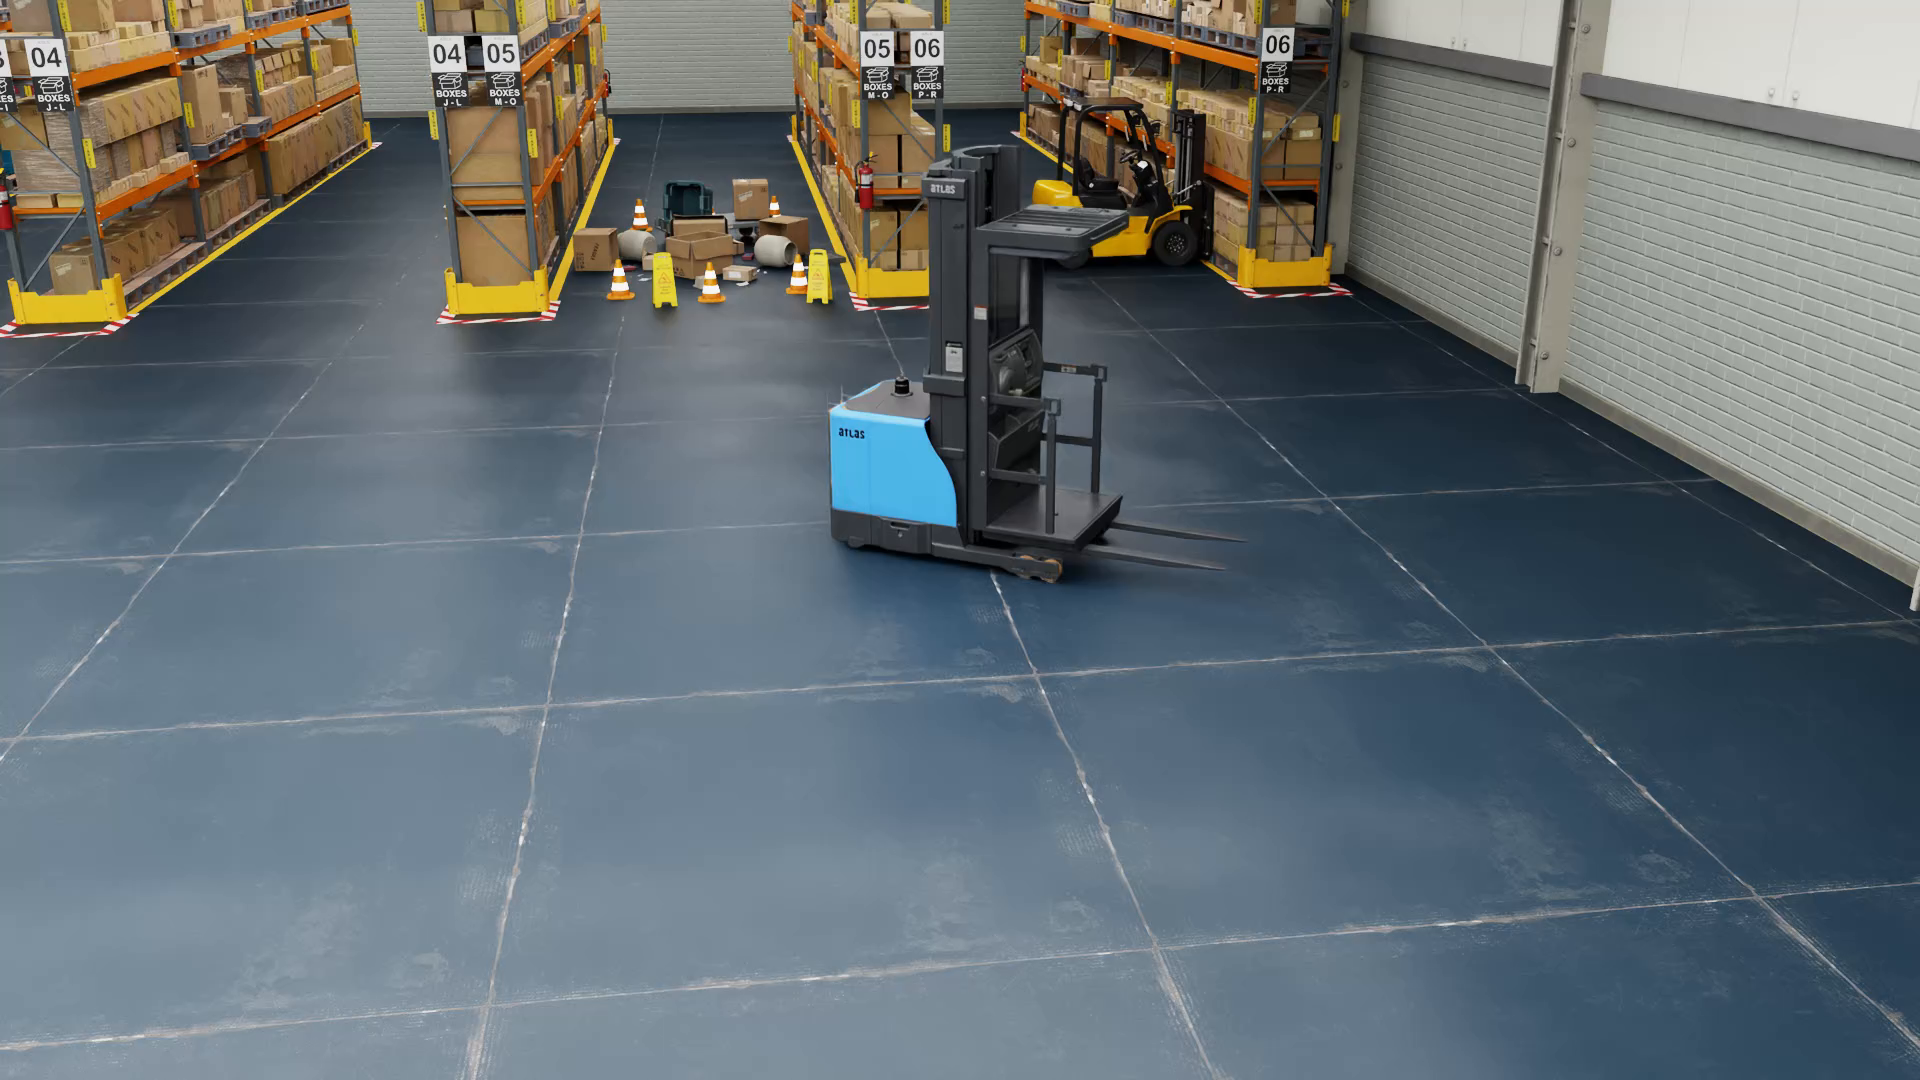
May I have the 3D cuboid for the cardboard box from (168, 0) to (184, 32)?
[{"bbox_3d":[-11.061,-7.197,22.664,0.797,0.503,0.637,-4,21,-10],"label":"cardboard box"}]

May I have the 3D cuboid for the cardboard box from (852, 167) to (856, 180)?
[{"bbox_3d":[-1.203,-4.755,21.518,0.380,0.149,0.250,-3,21,-7],"label":"cardboard box"}]

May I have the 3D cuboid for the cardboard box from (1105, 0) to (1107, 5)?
[{"bbox_3d":[2.730,-9.331,28.769,0.380,0.149,0.250,-2,21,-7],"label":"cardboard box"}]

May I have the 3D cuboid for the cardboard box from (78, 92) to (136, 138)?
[{"bbox_3d":[-10.463,-5.200,20.353,0.500,0.500,0.500,-3,21,-8],"label":"cardboard box"}]

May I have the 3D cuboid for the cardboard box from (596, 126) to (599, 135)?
[{"bbox_3d":[-7.249,-7.999,32.469,0.380,0.149,0.250,-2,21,-7],"label":"cardboard box"}]

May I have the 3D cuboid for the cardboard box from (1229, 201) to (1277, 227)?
[{"bbox_3d":[3.828,-4.266,21.753,0.500,0.250,0.500,-2,21,-6],"label":"cardboard box"}]

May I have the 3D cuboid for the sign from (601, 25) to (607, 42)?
[{"bbox_3d":[-7.347,-10.461,34.330,0.100,0.325,0.005,-3,21,-8],"label":"sign"}]

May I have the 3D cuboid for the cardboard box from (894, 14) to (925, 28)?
[{"bbox_3d":[-0.610,-6.375,20.430,0.380,0.149,0.250,-3,21,-8],"label":"cardboard box"}]

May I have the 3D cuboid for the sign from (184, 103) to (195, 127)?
[{"bbox_3d":[-10.556,-5.815,22.760,0.100,0.325,0.005,-3,21,-8],"label":"sign"}]

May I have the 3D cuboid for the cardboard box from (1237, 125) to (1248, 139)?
[{"bbox_3d":[3.809,-5.289,21.521,0.380,0.149,0.250,-3,21,-7],"label":"cardboard box"}]

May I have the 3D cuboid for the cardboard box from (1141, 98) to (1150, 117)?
[{"bbox_3d":[3.153,-6.807,26.153,0.500,0.250,0.500,-3,21,-7],"label":"cardboard box"}]

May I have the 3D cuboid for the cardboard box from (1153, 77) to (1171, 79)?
[{"bbox_3d":[3.445,-7.679,27.919,0.380,0.149,0.250,-2,21,-6],"label":"cardboard box"}]

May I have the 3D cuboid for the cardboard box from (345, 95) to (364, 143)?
[{"bbox_3d":[-12.650,-8.518,33.671,0.875,0.875,0.875,-3,21,-8],"label":"cardboard box"}]

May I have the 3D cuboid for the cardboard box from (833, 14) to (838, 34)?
[{"bbox_3d":[-1.493,-7.187,23.174,0.500,0.250,0.500,-3,21,-9],"label":"cardboard box"}]

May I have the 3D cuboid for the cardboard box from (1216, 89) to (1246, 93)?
[{"bbox_3d":[3.971,-6.525,24.405,0.380,0.149,0.250,-3,21,-8],"label":"cardboard box"}]

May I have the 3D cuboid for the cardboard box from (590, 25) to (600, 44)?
[{"bbox_3d":[-7.514,-10.082,33.427,0.500,0.500,0.500,-4,21,-10],"label":"cardboard box"}]

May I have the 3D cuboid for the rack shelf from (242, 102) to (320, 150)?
[{"bbox_3d":[-11.956,-7.120,28.519,1.077,0.370,4.000,-3,21,-8],"label":"rack shelf"}]

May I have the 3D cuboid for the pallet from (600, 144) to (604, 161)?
[{"bbox_3d":[-7.633,-7.712,33.063,1.003,0.211,1.213,-3,21,-8],"label":"pallet"}]

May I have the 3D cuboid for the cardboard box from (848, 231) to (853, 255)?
[{"bbox_3d":[-1.239,-4.030,22.548,0.500,0.250,0.500,-4,21,-10],"label":"cardboard box"}]

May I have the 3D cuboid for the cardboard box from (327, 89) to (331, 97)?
[{"bbox_3d":[-12.074,-8.424,31.342,0.380,0.149,0.250,-3,21,-9],"label":"cardboard box"}]

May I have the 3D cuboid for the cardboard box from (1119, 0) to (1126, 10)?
[{"bbox_3d":[2.913,-8.948,27.214,0.500,0.500,0.500,-3,21,-7],"label":"cardboard box"}]

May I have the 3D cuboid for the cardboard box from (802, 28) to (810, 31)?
[{"bbox_3d":[-2.880,-9.914,32.473,0.380,0.149,0.250,-3,21,-8],"label":"cardboard box"}]

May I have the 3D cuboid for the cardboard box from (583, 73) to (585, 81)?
[{"bbox_3d":[-7.069,-8.455,30.400,0.380,0.149,0.250,-2,21,-6],"label":"cardboard box"}]

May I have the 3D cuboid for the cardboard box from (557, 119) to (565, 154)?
[{"bbox_3d":[-5.978,-5.837,23.914,0.500,0.500,0.500,-3,21,-7],"label":"cardboard box"}]

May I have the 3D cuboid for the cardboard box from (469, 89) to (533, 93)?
[{"bbox_3d":[-5.929,-5.479,21.342,0.875,0.550,0.500,-3,21,-8],"label":"cardboard box"}]

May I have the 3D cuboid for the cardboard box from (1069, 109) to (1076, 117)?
[{"bbox_3d":[2.321,-8.235,32.097,0.380,0.149,0.250,-3,21,-9],"label":"cardboard box"}]

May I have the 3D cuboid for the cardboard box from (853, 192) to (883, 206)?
[{"bbox_3d":[-1.201,-4.446,21.663,0.380,0.149,0.250,-2,21,-6],"label":"cardboard box"}]

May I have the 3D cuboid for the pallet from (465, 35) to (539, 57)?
[{"bbox_3d":[-5.889,-6.253,21.010,1.003,0.211,1.213,-3,21,-8],"label":"pallet"}]

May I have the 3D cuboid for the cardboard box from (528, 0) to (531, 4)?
[{"bbox_3d":[-5.508,-6.686,20.519,0.380,0.149,0.250,-3,21,-8],"label":"cardboard box"}]

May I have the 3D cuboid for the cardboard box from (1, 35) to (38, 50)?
[{"bbox_3d":[-10.785,-5.692,19.027,0.380,0.149,0.250,-4,21,-10],"label":"cardboard box"}]

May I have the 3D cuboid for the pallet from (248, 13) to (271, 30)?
[{"bbox_3d":[-11.814,-8.301,26.637,1.213,0.211,1.003,-2,21,-5],"label":"pallet"}]

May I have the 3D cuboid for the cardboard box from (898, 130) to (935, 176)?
[{"bbox_3d":[-0.502,-4.858,20.869,0.500,0.500,0.500,-3,21,-9],"label":"cardboard box"}]

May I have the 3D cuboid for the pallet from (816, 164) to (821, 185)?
[{"bbox_3d":[-2.073,-6.656,30.235,1.003,0.211,1.213,-3,21,-8],"label":"pallet"}]

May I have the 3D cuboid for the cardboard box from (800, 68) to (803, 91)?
[{"bbox_3d":[-2.838,-9.021,32.440,0.500,0.500,0.500,-3,21,-9],"label":"cardboard box"}]

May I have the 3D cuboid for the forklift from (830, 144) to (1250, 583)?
[{"bbox_3d":[0.589,-1.279,11.952,3.031,2.935,1.130,9,22,22],"label":"forklift"}]

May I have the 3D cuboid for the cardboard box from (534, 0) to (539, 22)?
[{"bbox_3d":[-5.701,-6.806,21.412,0.500,0.250,0.500,-3,21,-8],"label":"cardboard box"}]

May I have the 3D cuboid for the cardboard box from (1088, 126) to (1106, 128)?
[{"bbox_3d":[2.579,-7.552,30.693,0.380,0.149,0.250,-3,21,-8],"label":"cardboard box"}]

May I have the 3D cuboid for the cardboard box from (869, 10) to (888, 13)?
[{"bbox_3d":[-1.129,-6.703,21.309,0.380,0.149,0.250,-4,21,-9],"label":"cardboard box"}]

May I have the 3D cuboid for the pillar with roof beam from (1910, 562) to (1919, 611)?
[{"bbox_3d":[2.464,-3.471,9.147,9.100,9.000,0.400,-3,21,-8],"label":"pillar with roof beam"}]

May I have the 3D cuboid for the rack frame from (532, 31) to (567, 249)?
[{"bbox_3d":[-6.169,-5.594,23.407,1.000,3.000,0.127,-3,21,-8],"label":"rack frame"}]

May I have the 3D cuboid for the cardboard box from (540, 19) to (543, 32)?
[{"bbox_3d":[-5.688,-6.750,21.831,0.380,0.149,0.250,-3,21,-8],"label":"cardboard box"}]

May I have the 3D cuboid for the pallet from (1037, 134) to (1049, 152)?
[{"bbox_3d":[2.196,-8.255,34.518,1.003,0.211,1.213,-3,21,-8],"label":"pallet"}]

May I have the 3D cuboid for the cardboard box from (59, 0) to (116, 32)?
[{"bbox_3d":[-10.462,-6.347,19.854,0.500,0.500,0.500,-3,21,-8],"label":"cardboard box"}]

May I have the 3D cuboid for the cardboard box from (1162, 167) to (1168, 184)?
[{"bbox_3d":[3.540,-5.395,25.668,0.875,0.625,0.625,-2,21,-5],"label":"cardboard box"}]

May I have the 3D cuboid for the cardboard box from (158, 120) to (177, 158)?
[{"bbox_3d":[-11.088,-5.406,22.336,0.875,0.500,0.500,-3,21,-8],"label":"cardboard box"}]

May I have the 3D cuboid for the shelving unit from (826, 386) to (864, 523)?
[{"bbox_3d":[-0.881,-0.653,12.963,0.215,1.050,0.252,9,22,22],"label":"shelving unit"}]

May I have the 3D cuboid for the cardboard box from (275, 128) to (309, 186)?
[{"bbox_3d":[-11.868,-6.515,28.308,1.225,0.875,0.875,-3,21,-8],"label":"cardboard box"}]

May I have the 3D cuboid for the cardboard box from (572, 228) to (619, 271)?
[{"bbox_3d":[-4.930,-3.939,22.544,0.500,0.500,0.500,1,20,2],"label":"cardboard box"}]

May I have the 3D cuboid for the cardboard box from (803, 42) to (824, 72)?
[{"bbox_3d":[-2.659,-8.997,30.947,0.500,0.500,0.500,-3,21,-7],"label":"cardboard box"}]

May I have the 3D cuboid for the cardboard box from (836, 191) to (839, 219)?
[{"bbox_3d":[-1.363,-5.026,25.042,0.950,0.372,0.625,-3,21,-7],"label":"cardboard box"}]

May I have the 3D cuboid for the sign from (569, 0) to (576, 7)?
[{"bbox_3d":[-6.195,-8.689,26.554,0.100,0.325,0.005,-3,21,-8],"label":"sign"}]

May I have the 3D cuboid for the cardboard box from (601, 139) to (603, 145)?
[{"bbox_3d":[-7.359,-7.993,33.305,0.380,0.149,0.250,-3,21,-7],"label":"cardboard box"}]

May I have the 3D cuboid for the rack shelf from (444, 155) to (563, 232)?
[{"bbox_3d":[-5.881,-4.565,21.679,1.077,0.370,4.000,-3,21,-8],"label":"rack shelf"}]

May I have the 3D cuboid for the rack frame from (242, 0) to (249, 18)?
[{"bbox_3d":[-11.668,-9.574,25.490,1.000,3.000,0.127,-3,21,-8],"label":"rack frame"}]

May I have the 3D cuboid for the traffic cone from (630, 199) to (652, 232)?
[{"bbox_3d":[-4.868,-4.946,25.298,0.336,0.463,0.334,-3,21,-8],"label":"traffic cone"}]
